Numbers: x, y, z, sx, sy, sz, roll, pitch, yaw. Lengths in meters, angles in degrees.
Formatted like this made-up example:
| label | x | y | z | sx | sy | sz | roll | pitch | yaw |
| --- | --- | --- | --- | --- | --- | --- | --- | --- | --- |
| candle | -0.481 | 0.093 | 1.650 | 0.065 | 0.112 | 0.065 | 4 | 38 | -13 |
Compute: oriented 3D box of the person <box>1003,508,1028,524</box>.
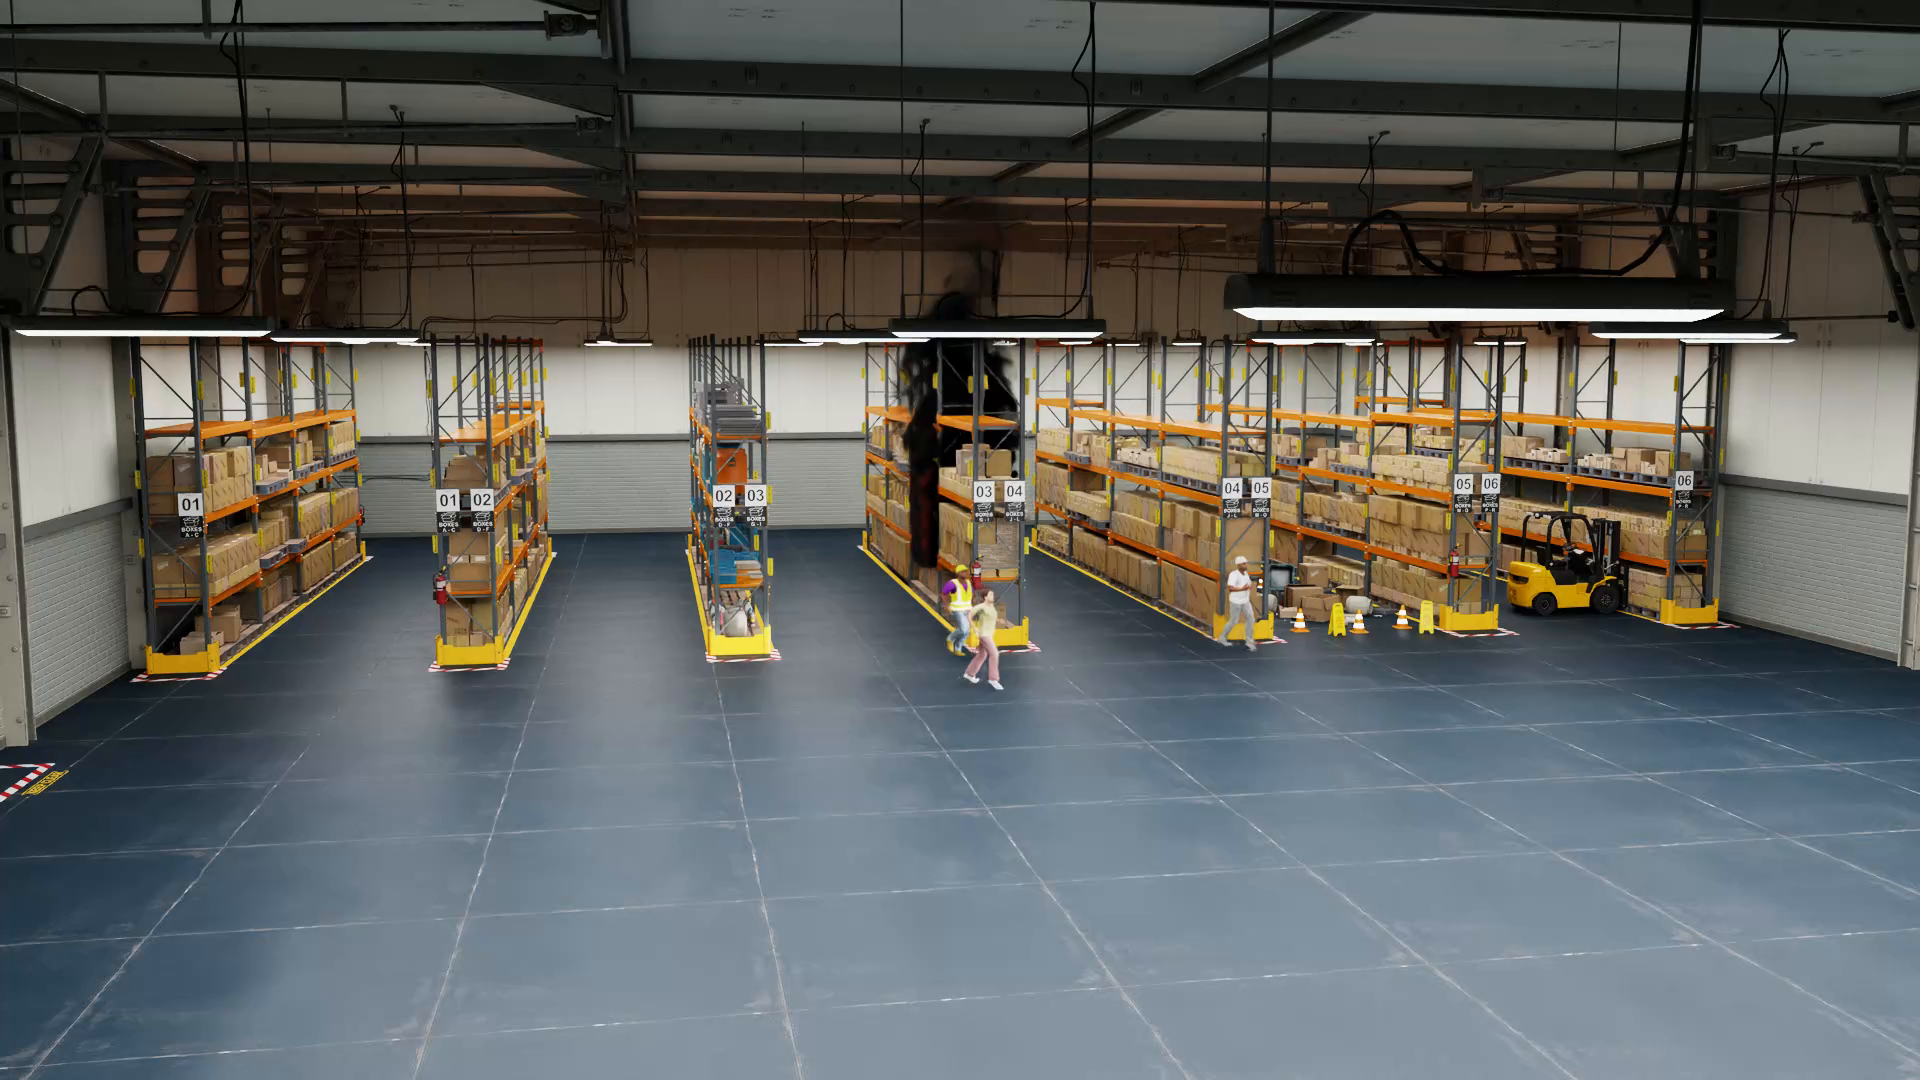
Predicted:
| label | x | y | z | sx | sy | sz | roll | pitch | yaw |
| --- | --- | --- | --- | --- | --- | --- | --- | --- | --- |
| person | 1.534 | -0.330 | 45.419 | 0.646 | 1.696 | 0.839 | -2 | 7 | -19 |

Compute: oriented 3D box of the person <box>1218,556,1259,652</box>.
| label | x | y | z | sx | sy | sz | roll | pitch | yaw |
| --- | --- | --- | --- | --- | --- | --- | --- | --- | --- |
| person | 5.321 | 1.217 | 31.714 | 0.794 | 1.827 | 0.698 | 6 | 9 | 44 |

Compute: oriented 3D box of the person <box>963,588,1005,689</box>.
| label | x | y | z | sx | sy | sz | roll | pitch | yaw |
| --- | --- | --- | --- | --- | --- | --- | --- | --- | --- |
| person | 0.413 | 1.661 | 28.294 | 0.775 | 1.716 | 0.564 | 3 | 7 | 22 |

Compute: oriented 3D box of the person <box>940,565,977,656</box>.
| label | x | y | z | sx | sy | sz | roll | pitch | yaw |
| --- | --- | --- | --- | --- | --- | --- | --- | --- | --- |
| person | 0.039 | 1.317 | 31.052 | 0.696 | 1.718 | 0.556 | -5 | 8 | -39 |
